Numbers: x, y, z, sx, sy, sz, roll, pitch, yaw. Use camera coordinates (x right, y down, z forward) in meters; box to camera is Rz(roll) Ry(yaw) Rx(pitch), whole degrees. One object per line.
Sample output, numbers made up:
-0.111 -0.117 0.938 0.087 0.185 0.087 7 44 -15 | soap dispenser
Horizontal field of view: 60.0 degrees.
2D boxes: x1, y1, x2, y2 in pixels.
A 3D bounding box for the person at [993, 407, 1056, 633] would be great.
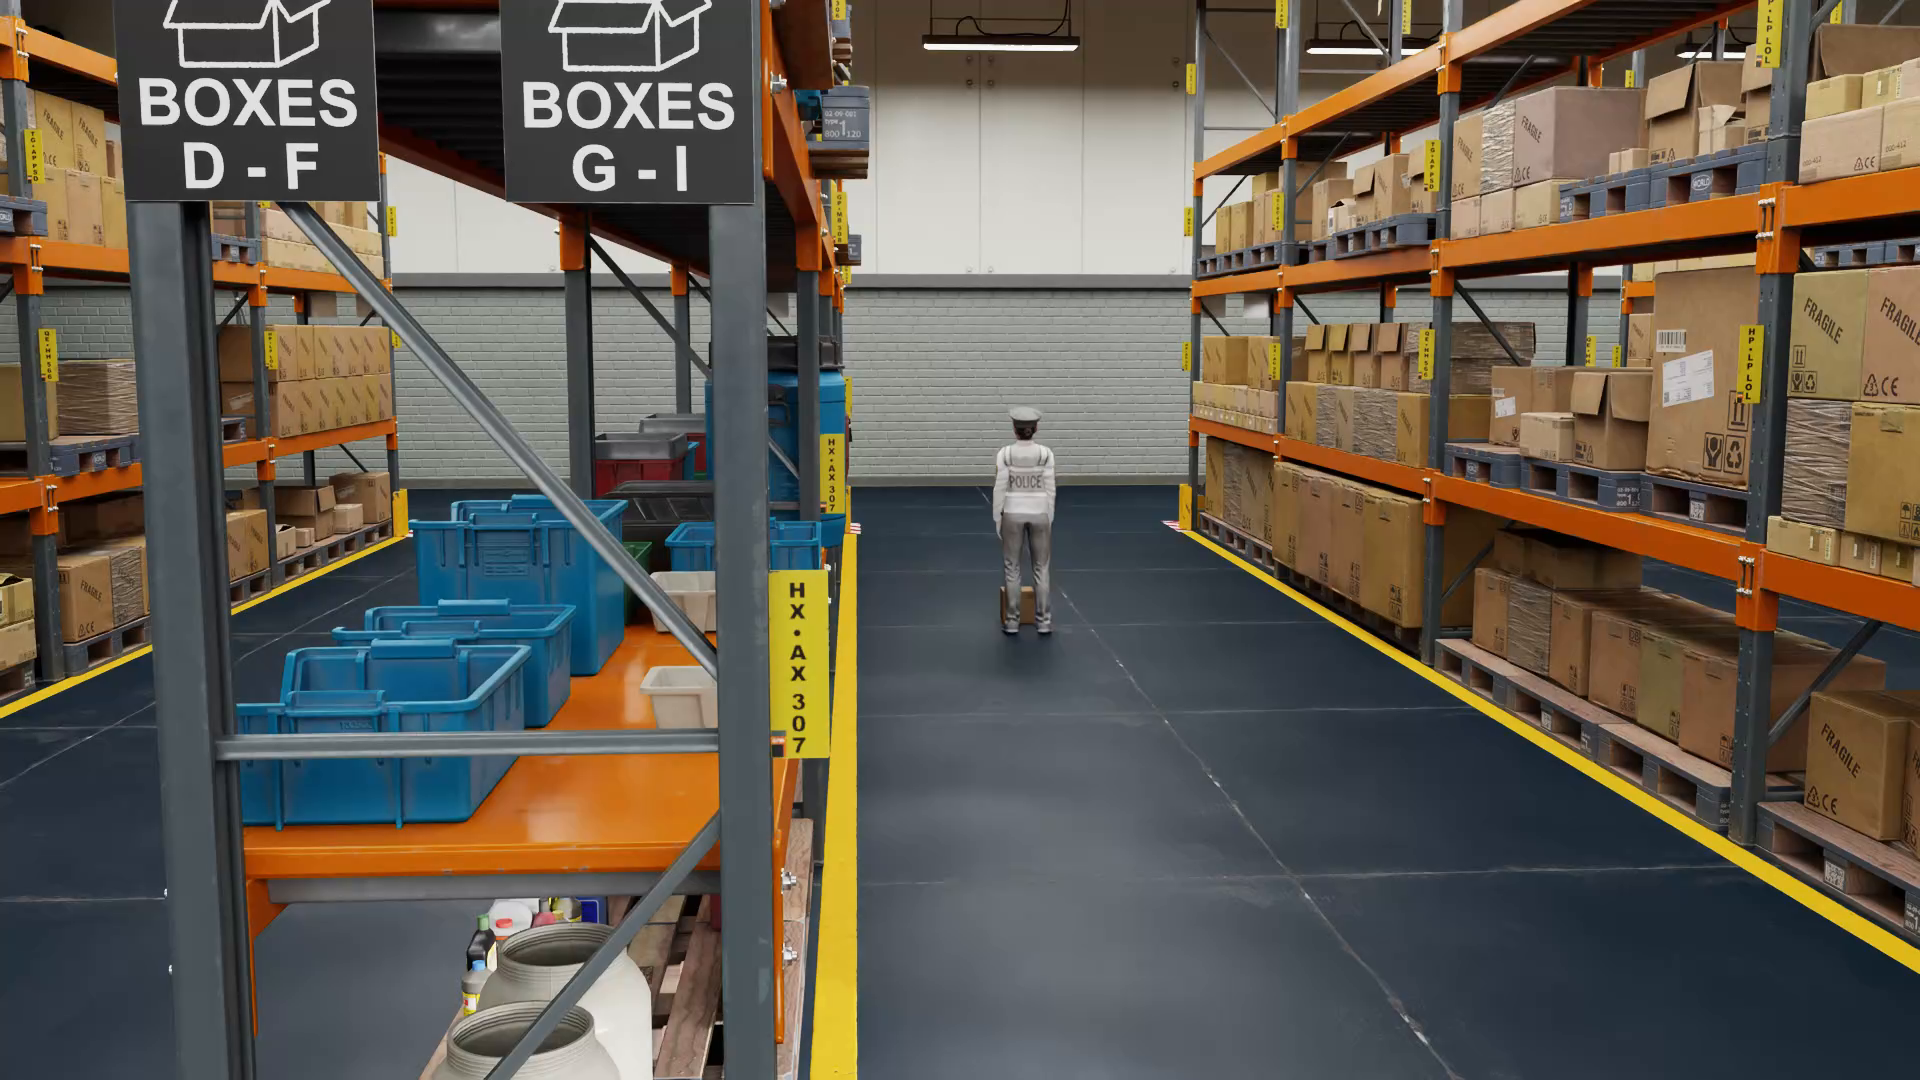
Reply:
0.475 -0.142 12.368 0.466 1.692 0.344 0 7 -2 | person
